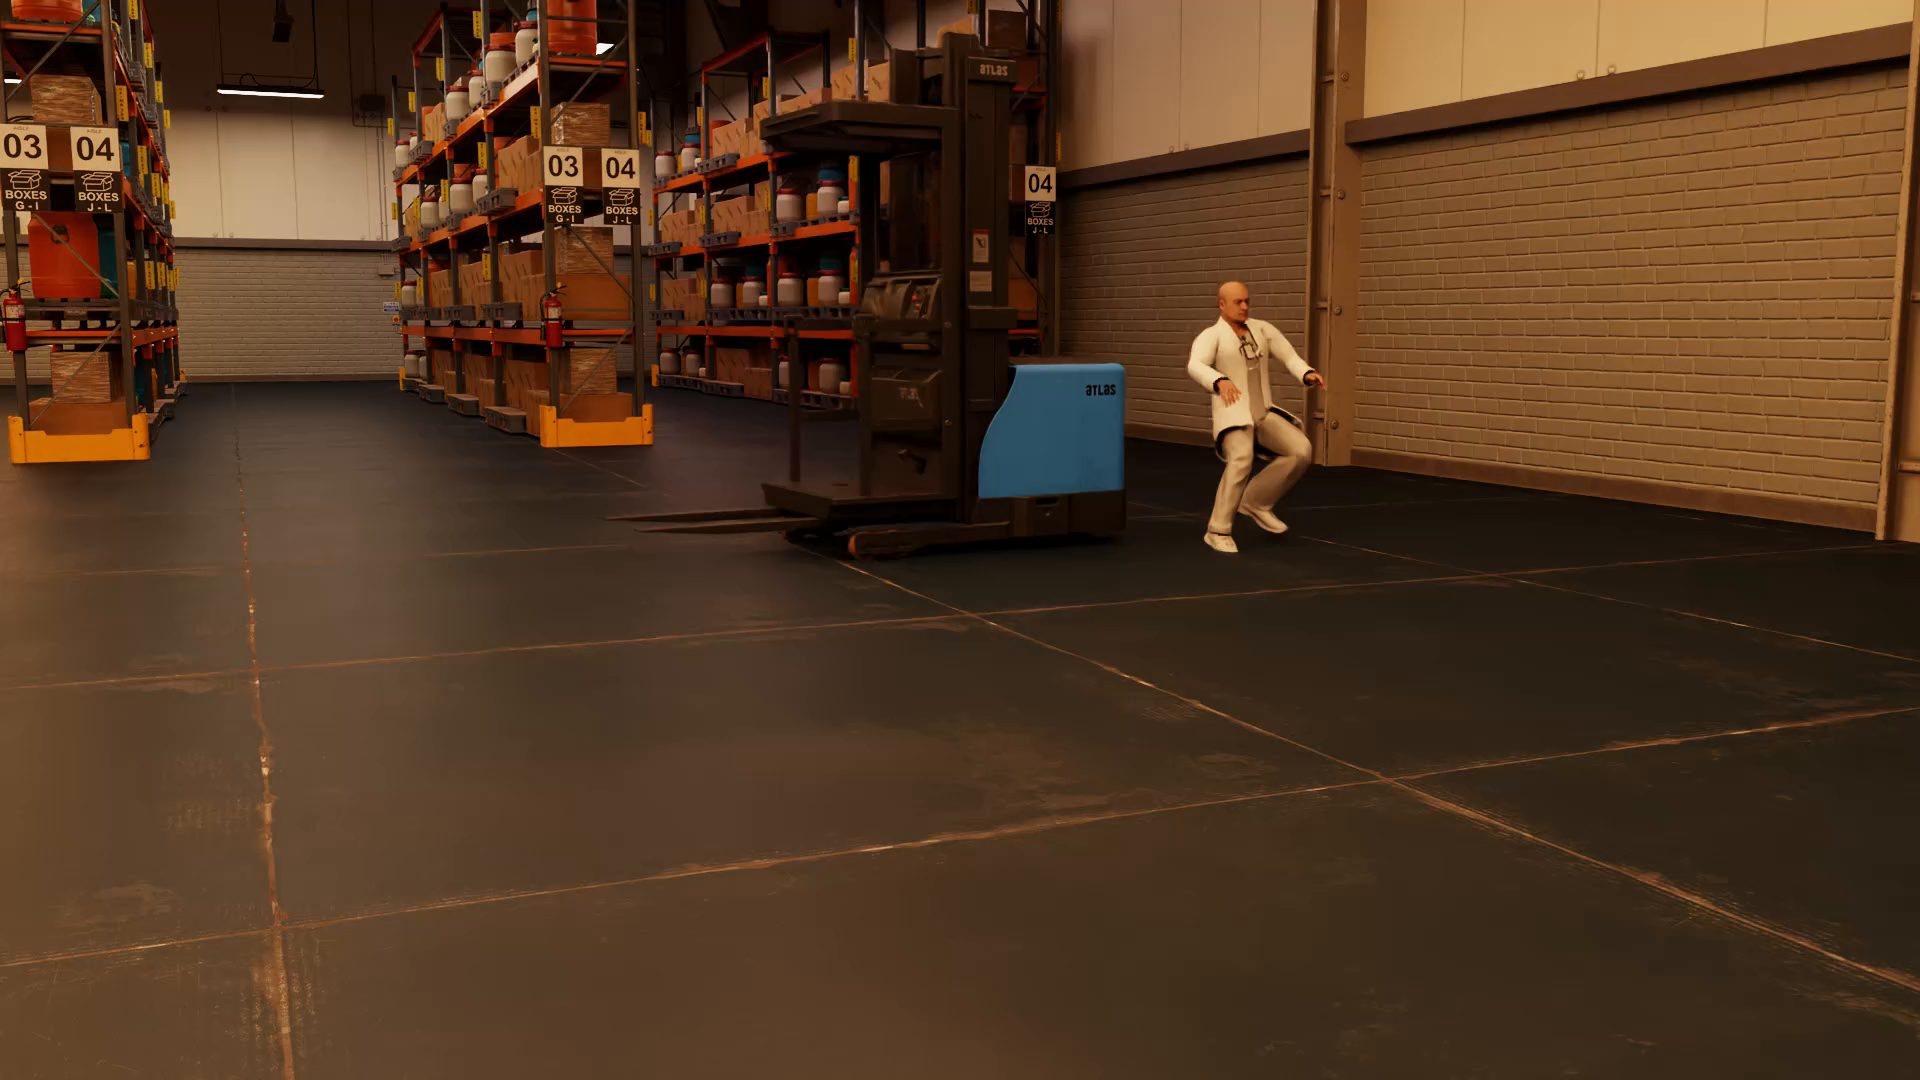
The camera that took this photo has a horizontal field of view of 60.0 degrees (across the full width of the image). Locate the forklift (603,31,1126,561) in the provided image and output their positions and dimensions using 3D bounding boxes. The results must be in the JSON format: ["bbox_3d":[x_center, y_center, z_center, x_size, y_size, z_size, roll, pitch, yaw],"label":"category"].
[{"bbox_3d":[-0.532,-1.413,9.661,3.031,2.935,1.130,-4,9,-29],"label":"forklift"}]

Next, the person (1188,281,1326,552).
[{"bbox_3d":[1.751,-0.738,9.976,0.883,1.624,0.687,-4,9,-29],"label":"person"}]
